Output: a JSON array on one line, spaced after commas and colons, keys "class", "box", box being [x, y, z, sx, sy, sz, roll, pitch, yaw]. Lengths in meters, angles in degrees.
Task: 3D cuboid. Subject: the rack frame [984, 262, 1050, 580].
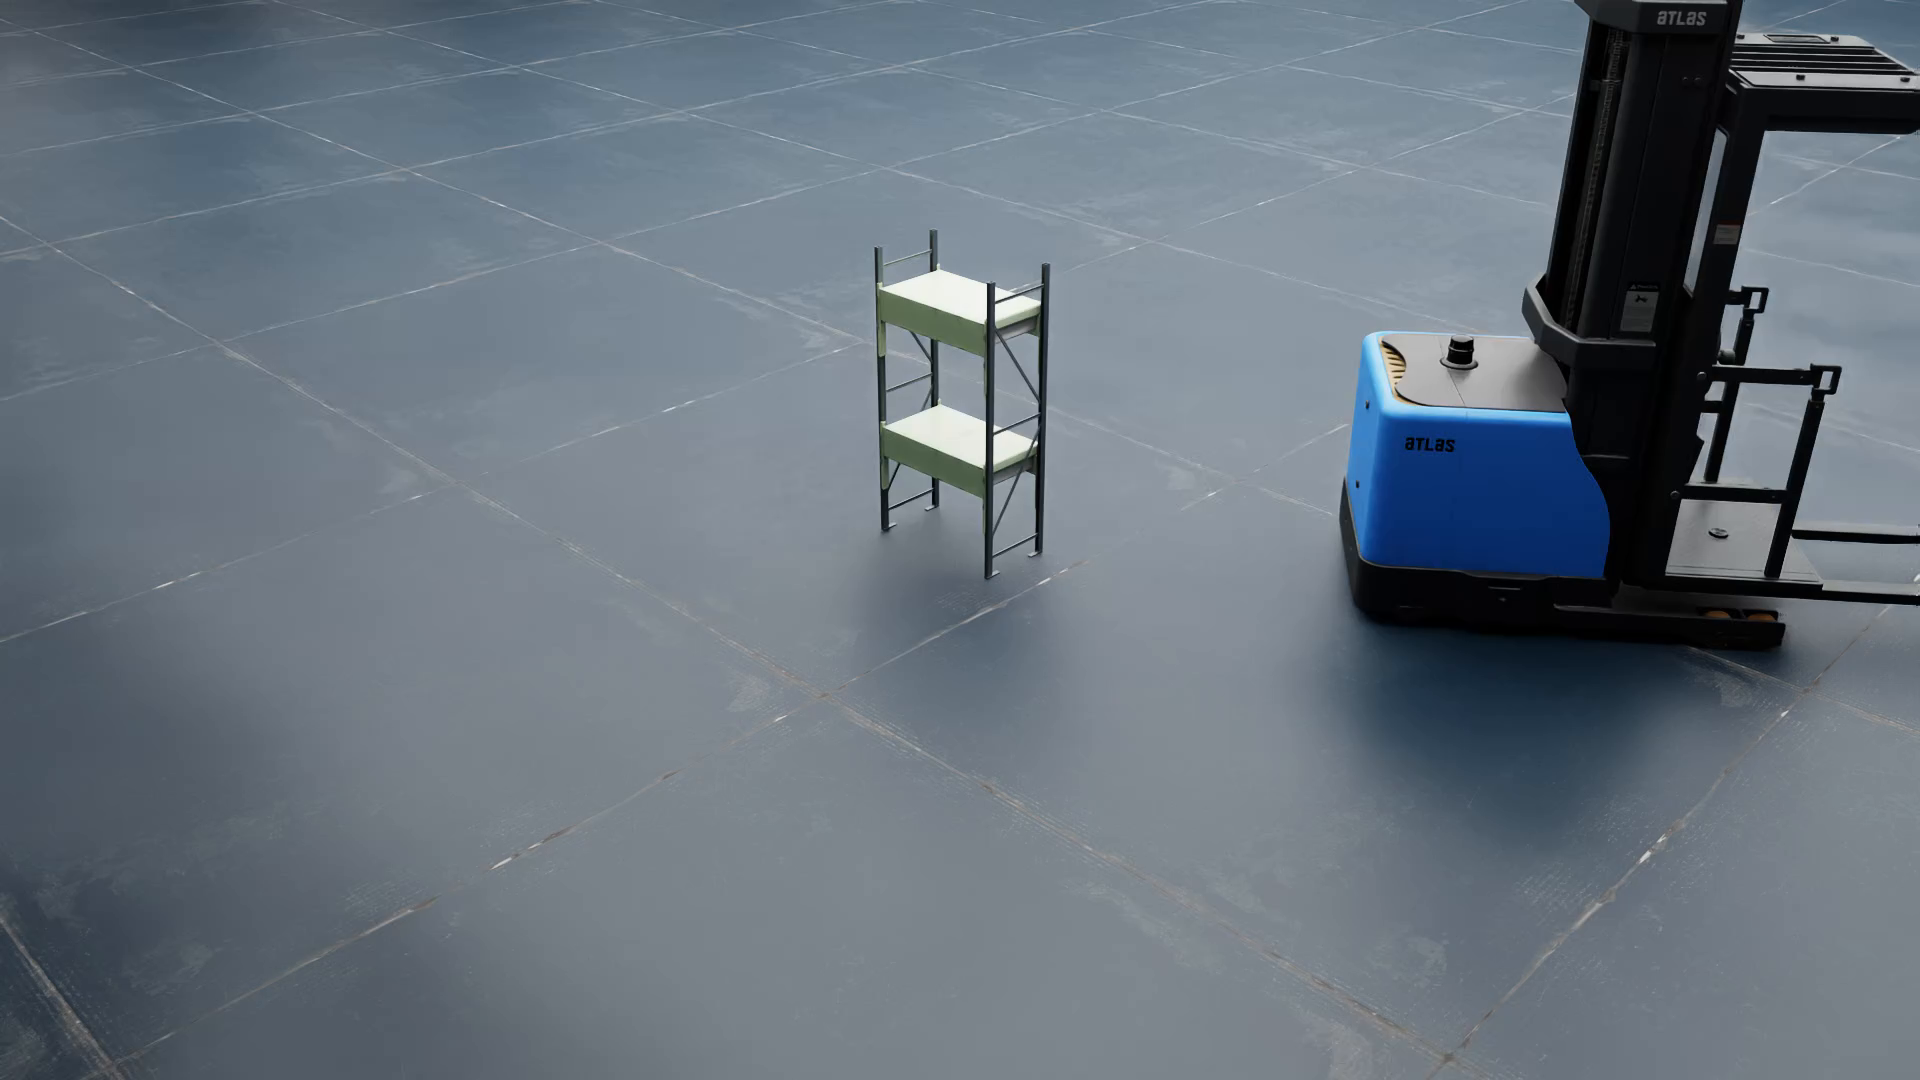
[{"class": "rack frame", "box": [0.266, -0.542, 7.846, 0.023, 1.500, 0.400, 25, 36, 38]}]

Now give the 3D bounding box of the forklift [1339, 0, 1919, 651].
[{"class": "forklift", "box": [3.385, -1.062, 7.298, 3.031, 2.935, 1.130, 3, 28, 6]}]

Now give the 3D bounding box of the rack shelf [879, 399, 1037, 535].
[{"class": "rack shelf", "box": [0.005, -0.373, 8.225, 0.720, 0.370, 0.431, 25, 36, 38]}]

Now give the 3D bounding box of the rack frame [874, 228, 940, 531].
[{"class": "rack frame", "box": [-0.256, -0.781, 8.300, 0.023, 1.500, 0.400, 25, 36, 38]}]

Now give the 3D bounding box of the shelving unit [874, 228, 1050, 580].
[{"class": "shelving unit", "box": [0.005, -0.662, 8.073, 0.755, 1.500, 0.431, 25, 36, 38]}]

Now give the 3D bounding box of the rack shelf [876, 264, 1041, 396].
[{"class": "rack shelf", "box": [0.005, -1.007, 7.891, 0.720, 0.370, 0.431, 25, 36, 38]}]
